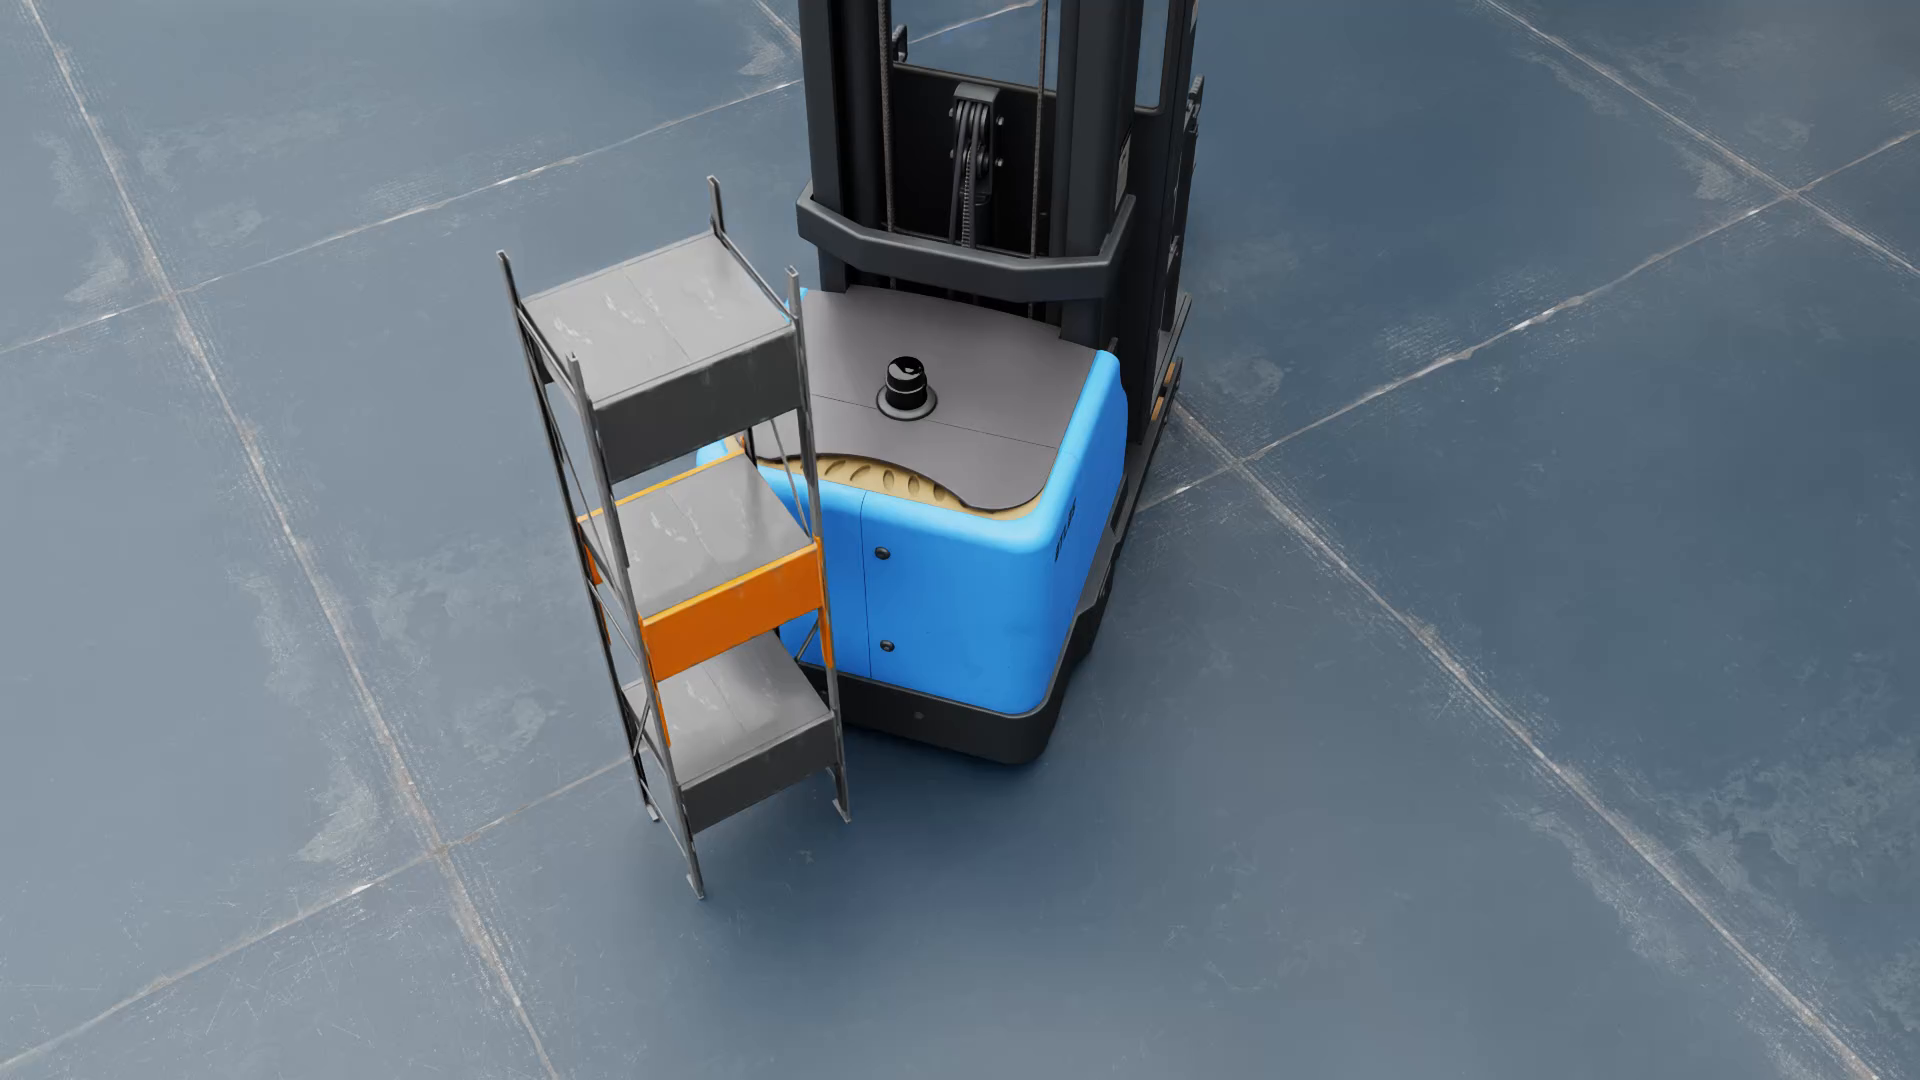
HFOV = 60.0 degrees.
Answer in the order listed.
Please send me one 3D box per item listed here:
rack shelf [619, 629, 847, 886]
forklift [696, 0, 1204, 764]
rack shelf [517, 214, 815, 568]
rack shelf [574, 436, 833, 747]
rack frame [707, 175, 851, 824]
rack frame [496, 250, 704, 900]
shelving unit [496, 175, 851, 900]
[{"bbox_3d":[-0.647,0.596,4.768,0.480,0.518,0.431,-25,53,-20],"label":"rack shelf"},{"bbox_3d":[0.190,-1.422,5.054,1.130,2.935,3.031,13,50,12],"label":"forklift"},{"bbox_3d":[-0.650,-0.334,3.721,0.480,0.518,0.431,-25,53,-20],"label":"rack shelf"},{"bbox_3d":[-0.649,0.131,4.244,0.480,0.518,0.431,-25,53,-20],"label":"rack shelf"},{"bbox_3d":[-0.441,0.025,4.319,0.015,2.100,0.400,-25,53,-20],"label":"rack frame"},{"bbox_3d":[-0.856,0.219,4.149,0.015,2.100,0.400,-25,53,-20],"label":"rack frame"},{"bbox_3d":[-0.649,0.122,4.234,0.503,2.100,0.431,-25,53,-20],"label":"shelving unit"}]
